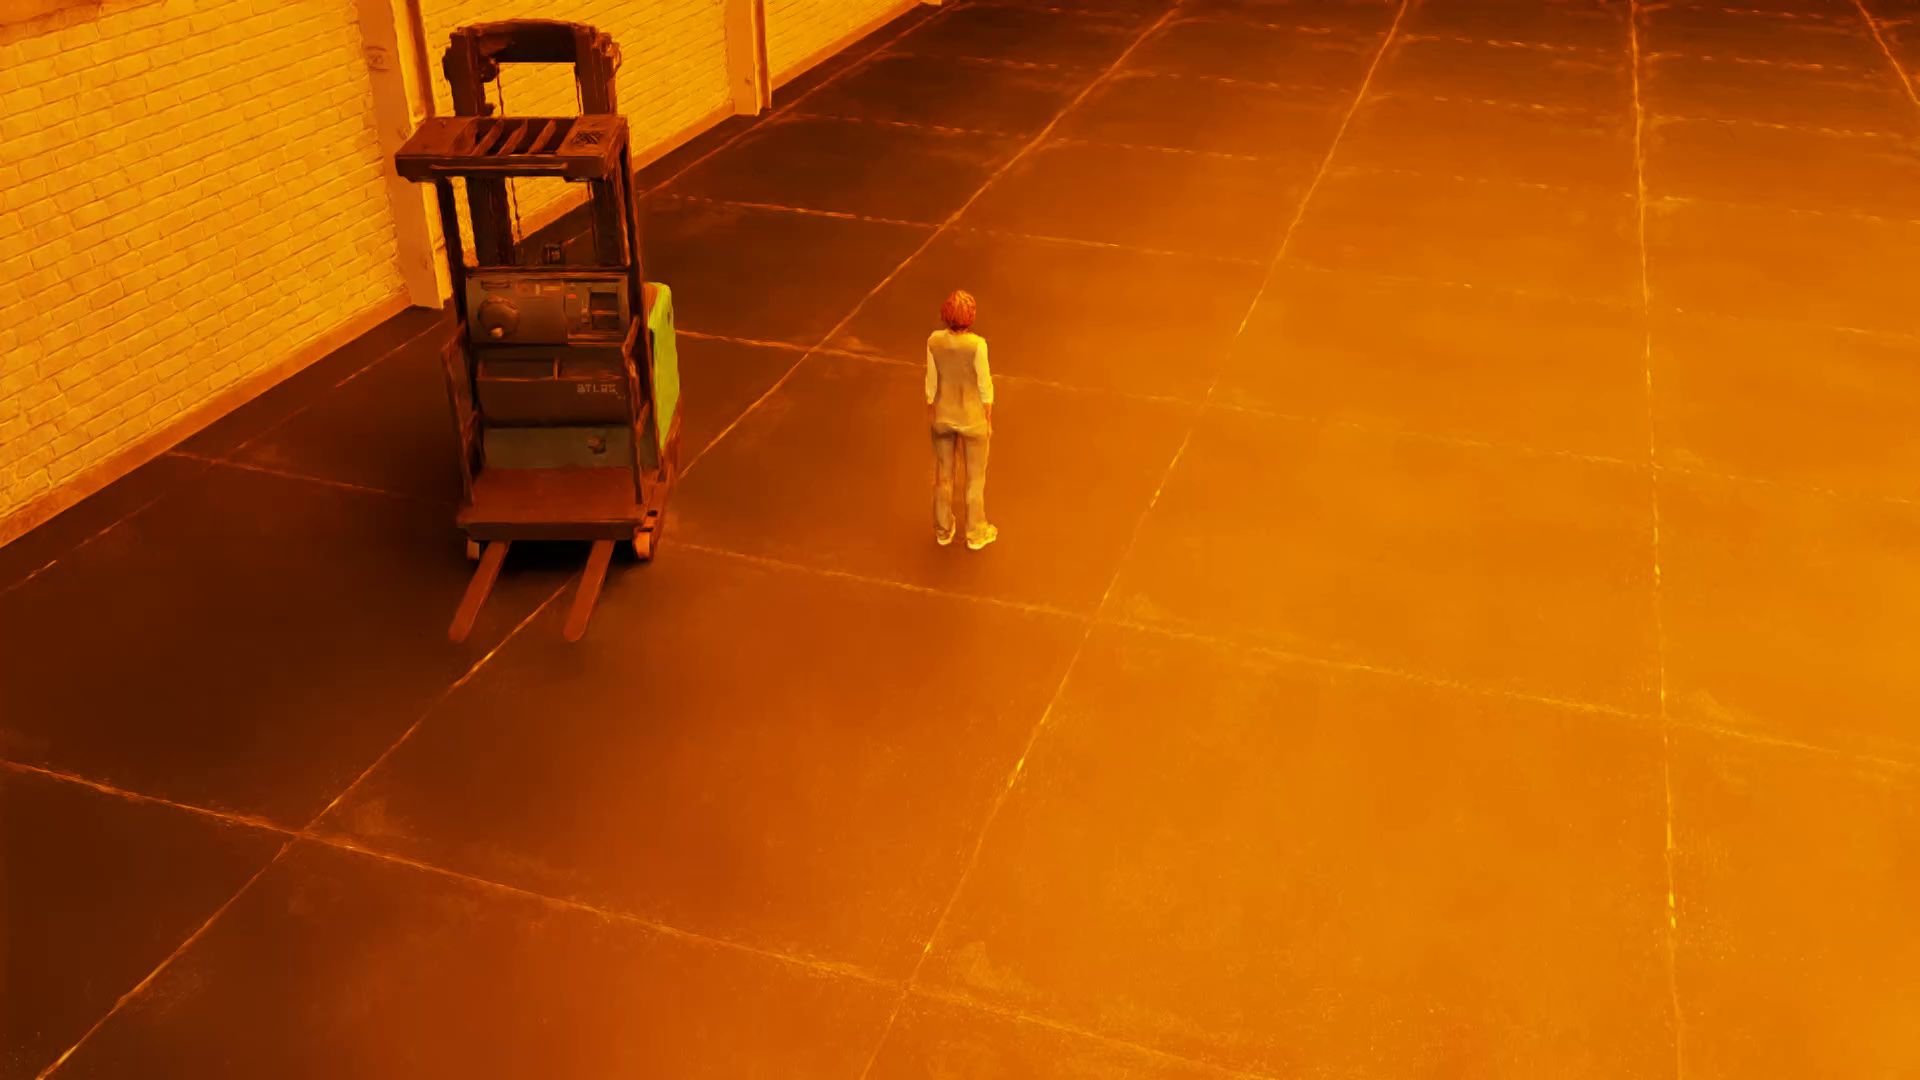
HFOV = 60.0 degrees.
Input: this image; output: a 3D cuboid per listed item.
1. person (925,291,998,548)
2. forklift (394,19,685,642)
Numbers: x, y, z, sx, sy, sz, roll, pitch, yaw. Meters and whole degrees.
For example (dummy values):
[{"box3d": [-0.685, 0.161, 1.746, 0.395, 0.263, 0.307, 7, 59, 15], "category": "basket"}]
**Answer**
[{"box3d": [0.003, -0.654, 9.733, 0.405, 1.501, 0.310, 10, 31, 16], "category": "person"}, {"box3d": [-2.373, -1.302, 9.421, 1.130, 2.935, 3.031, -1, 30, -1], "category": "forklift"}]
